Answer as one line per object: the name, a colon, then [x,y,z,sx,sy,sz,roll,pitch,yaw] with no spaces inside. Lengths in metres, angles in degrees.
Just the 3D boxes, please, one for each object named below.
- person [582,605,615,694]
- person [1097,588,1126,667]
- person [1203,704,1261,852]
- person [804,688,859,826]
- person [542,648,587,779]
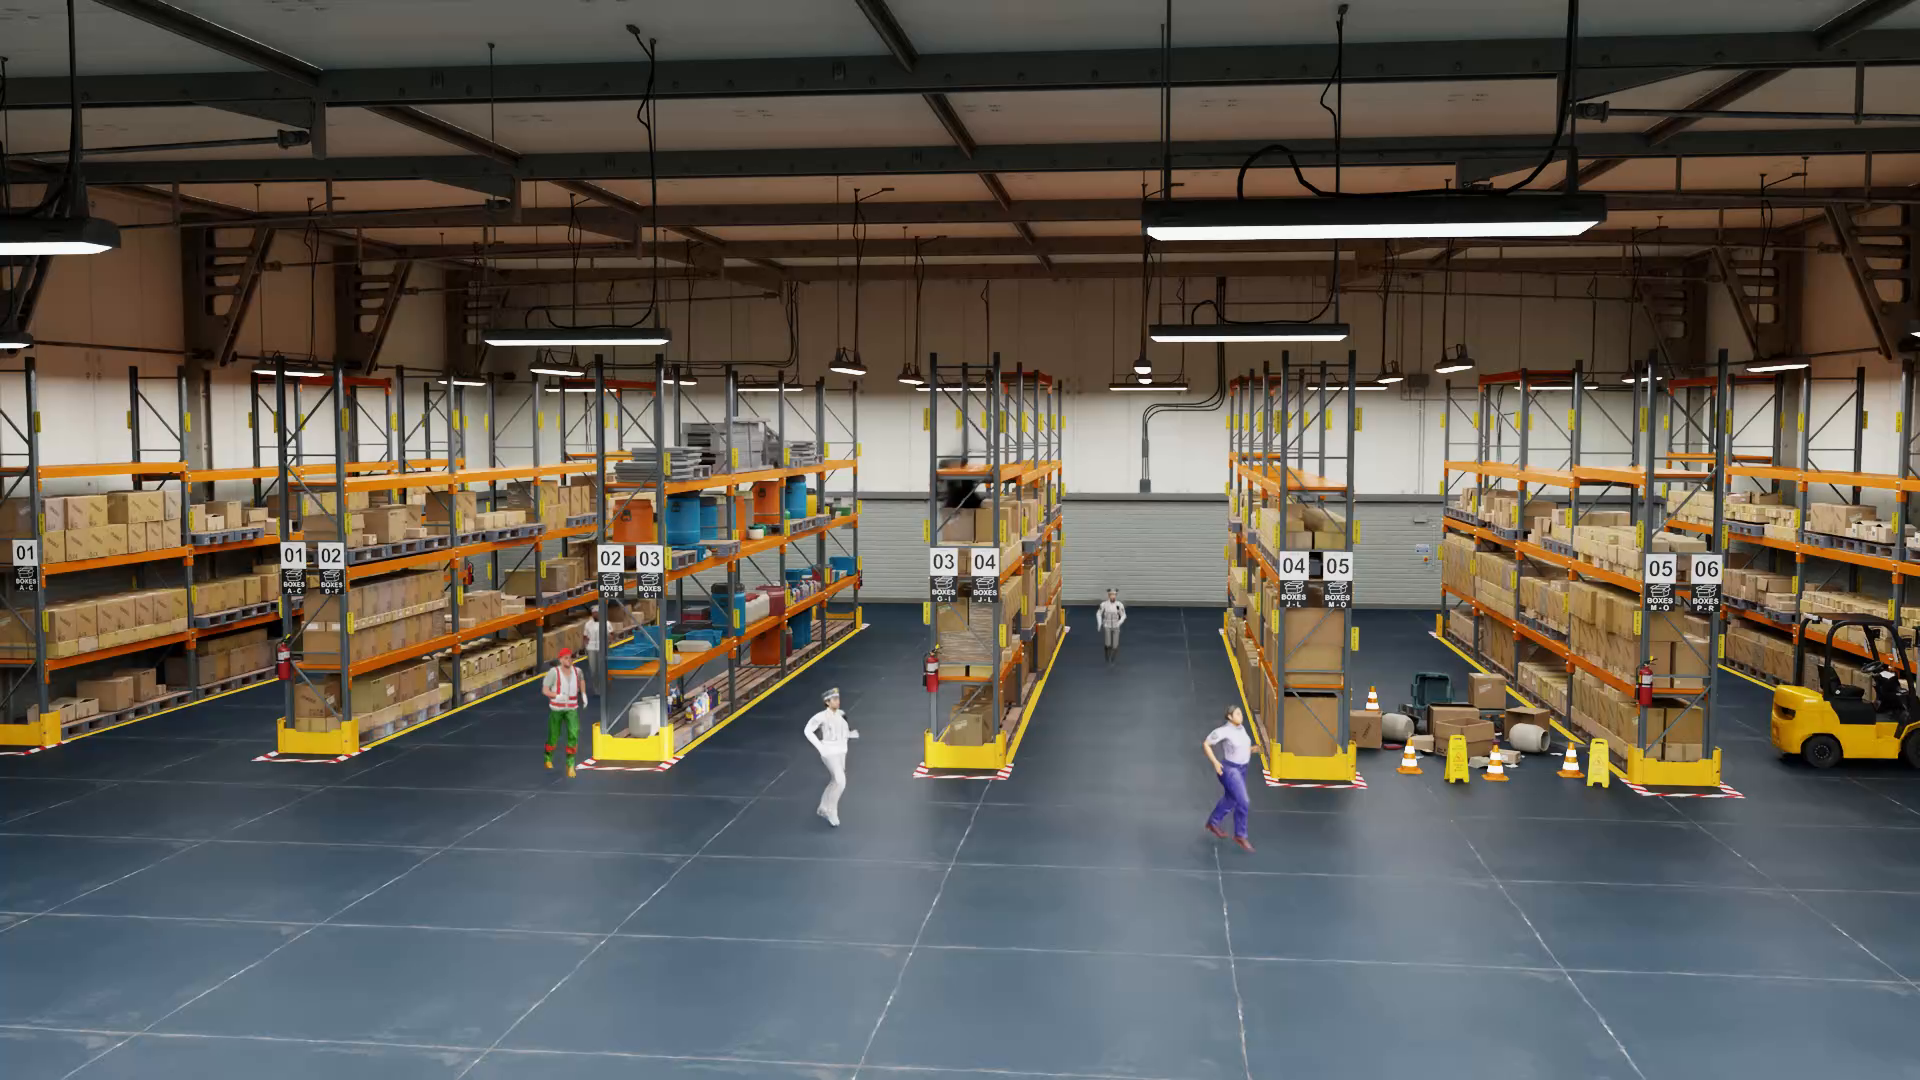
person: [-6.621,2.014,30.366,0.563,1.663,0.572,0,4,-3]
person: [3.090,1.787,33.894,0.600,1.643,0.576,0,4,2]
person: [3.210,2.793,19.668,0.767,1.710,0.580,3,5,37]
person: [-1.551,2.700,20.714,0.639,1.727,0.592,3,5,36]
person: [-5.611,2.442,23.649,0.696,1.850,0.756,-2,5,-32]
